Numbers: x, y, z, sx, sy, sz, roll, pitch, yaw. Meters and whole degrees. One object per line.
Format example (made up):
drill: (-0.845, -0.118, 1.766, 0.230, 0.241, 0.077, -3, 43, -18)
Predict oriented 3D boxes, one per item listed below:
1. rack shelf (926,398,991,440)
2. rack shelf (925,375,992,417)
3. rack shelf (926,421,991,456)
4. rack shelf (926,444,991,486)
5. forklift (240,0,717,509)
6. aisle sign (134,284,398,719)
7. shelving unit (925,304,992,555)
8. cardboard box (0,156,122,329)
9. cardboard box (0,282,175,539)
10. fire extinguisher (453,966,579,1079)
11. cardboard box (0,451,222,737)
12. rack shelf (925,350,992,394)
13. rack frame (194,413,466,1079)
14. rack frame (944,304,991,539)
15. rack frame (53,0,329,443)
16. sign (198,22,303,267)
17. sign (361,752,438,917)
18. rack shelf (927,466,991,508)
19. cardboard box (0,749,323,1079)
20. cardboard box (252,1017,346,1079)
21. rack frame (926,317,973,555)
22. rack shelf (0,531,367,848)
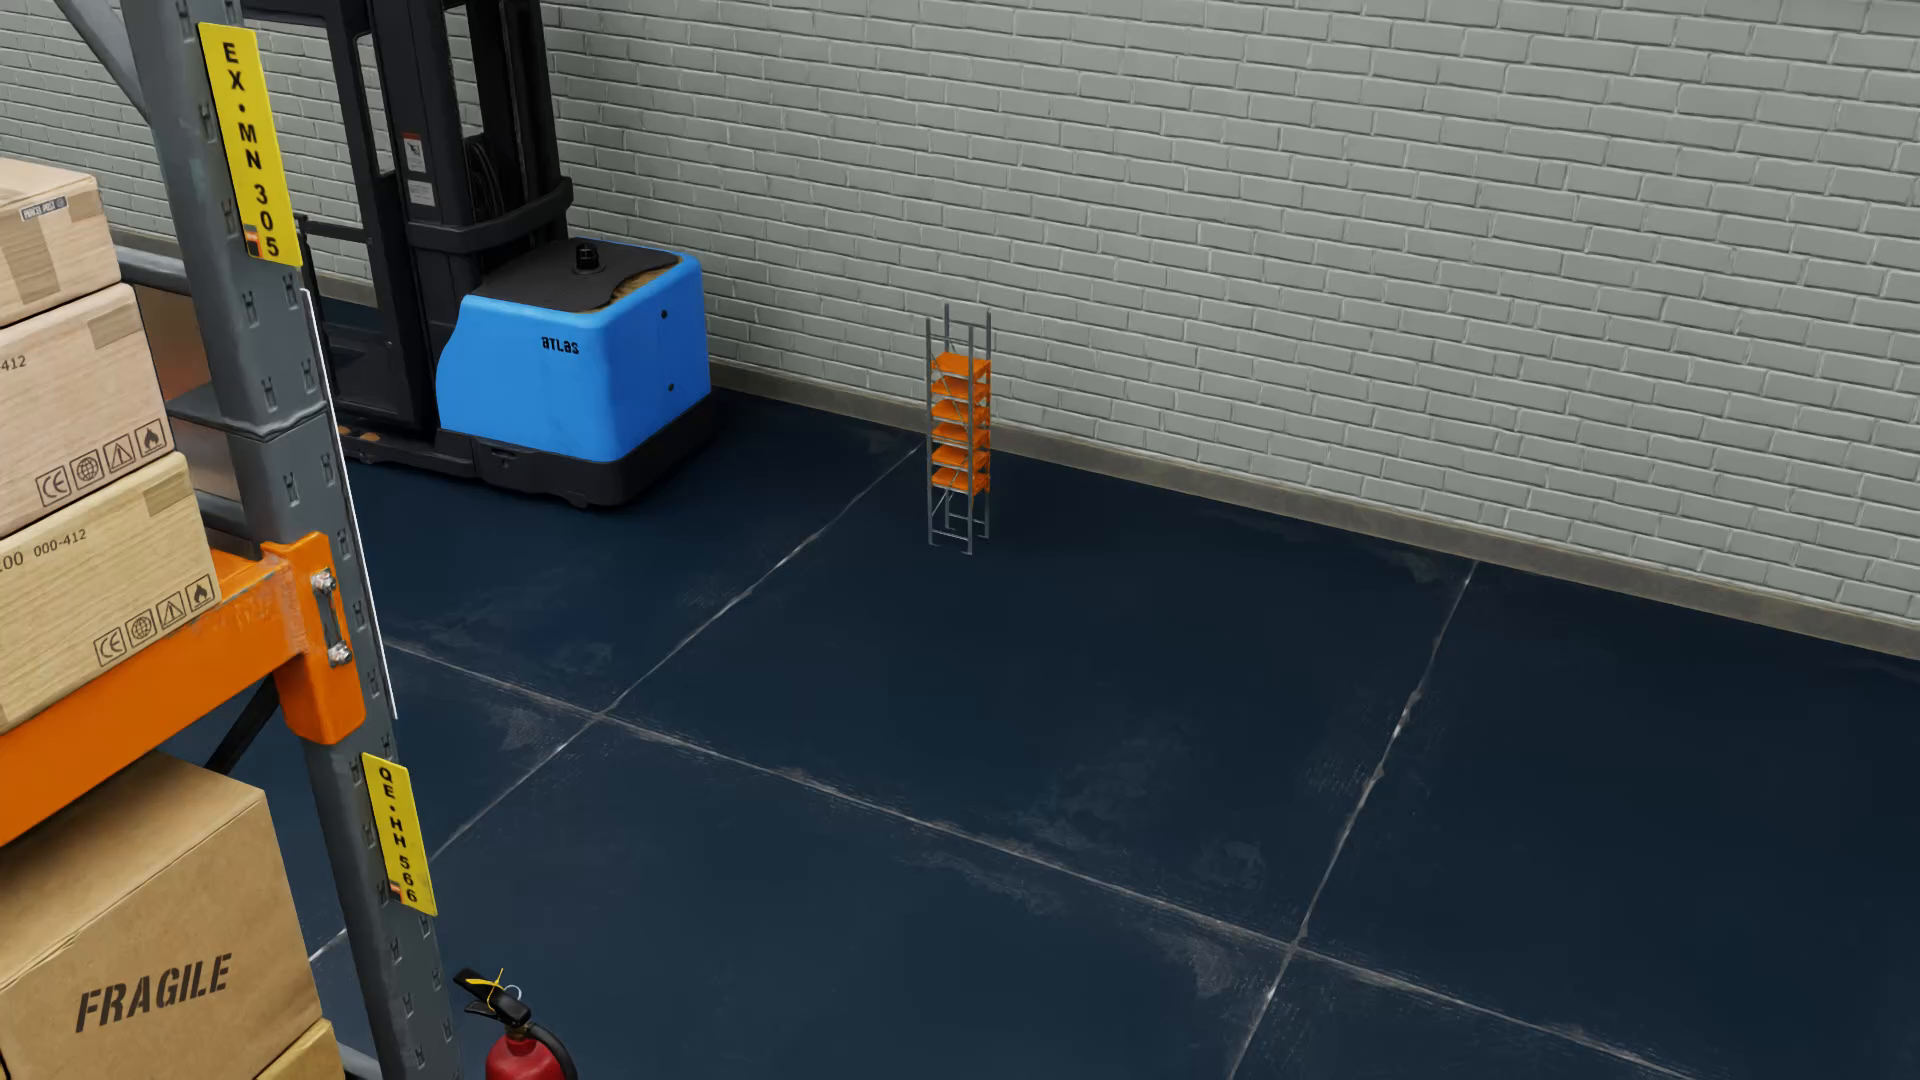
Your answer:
rack shelf: (-0.007, -0.579, 7.902, 0.258, 0.103, 0.180, 14, 33, 23)
rack shelf: (-0.007, -0.683, 7.843, 0.258, 0.103, 0.180, 14, 33, 23)
rack shelf: (-0.007, -0.475, 7.962, 0.258, 0.103, 0.180, 14, 33, 23)
rack shelf: (-0.007, -0.371, 8.022, 0.258, 0.103, 0.180, 14, 33, 23)
forklift: (-2.902, -1.906, 8.626, 3.031, 2.935, 1.130, 12, 32, 20)
aisle sign: (-1.150, -0.076, 2.760, 0.394, 0.787, 0.004, 14, 33, 23)
shelving unit: (-0.007, -0.514, 7.940, 0.258, 1.200, 0.189, 14, 33, 23)
cardboard box: (-1.340, -0.396, 2.164, 0.380, 0.149, 0.250, 14, 33, 23)
cardboard box: (-1.434, -0.175, 2.180, 0.500, 0.250, 0.500, 13, 32, 22)
fire extinguisher: (-0.925, 1.204, 3.594, 0.296, 0.674, 0.183, 14, 33, 23)
cardboard box: (-1.422, 0.041, 2.305, 0.500, 0.250, 0.500, 14, 33, 22)
rack shelf: (-0.007, -0.788, 7.783, 0.258, 0.103, 0.180, 14, 33, 23)
rack frame: (-1.451, 1.015, 3.470, 1.000, 3.000, 0.127, 14, 33, 23)
rack frame: (0.035, -0.554, 8.011, 0.240, 1.200, 0.006, 14, 33, 23)
rack frame: (-1.451, -1.586, 1.976, 1.000, 3.000, 0.127, 14, 33, 23)
sign: (-0.966, -0.535, 2.268, 0.100, 0.325, 0.005, 14, 33, 23)
sign: (-0.966, 0.511, 2.868, 0.100, 0.325, 0.005, 14, 33, 23)
rack shelf: (-0.007, -0.267, 8.082, 0.258, 0.103, 0.180, 14, 33, 23)
cardboard box: (-1.438, 0.669, 2.670, 0.500, 0.500, 0.500, 14, 33, 22)
cardboard box: (-1.426, 1.101, 2.922, 0.500, 0.500, 0.500, 15, 33, 24)
rack frame: (-0.048, -0.473, 7.869, 0.240, 1.200, 0.006, 14, 33, 23)
rack shelf: (-2.362, 0.913, 1.358, 1.077, 0.370, 4.000, 14, 33, 23)
